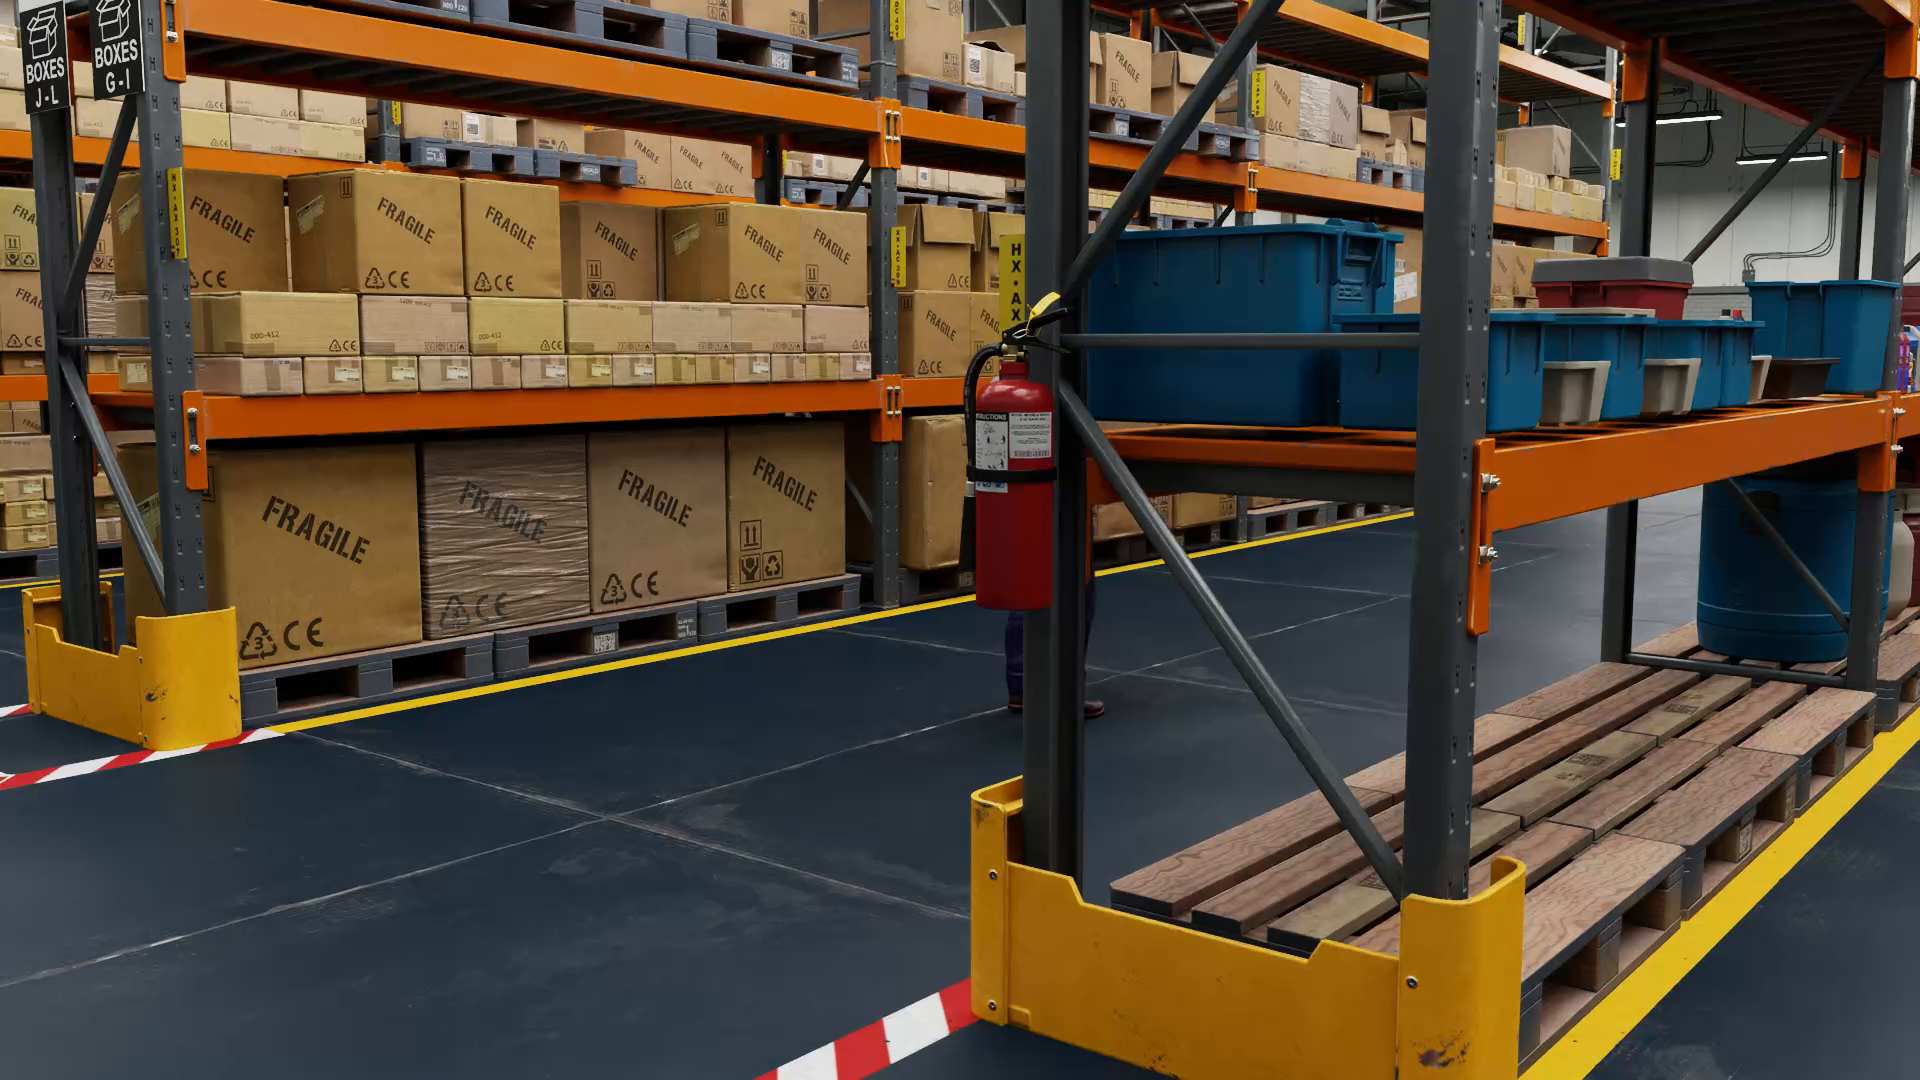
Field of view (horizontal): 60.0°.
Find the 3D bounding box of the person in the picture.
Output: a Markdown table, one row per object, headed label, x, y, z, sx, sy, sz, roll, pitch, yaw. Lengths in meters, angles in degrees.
| label | x | y | z | sx | sy | sz | roll | pitch | yaw |
| --- | --- | --- | --- | --- | --- | --- | --- | --- | --- |
| person | 0.384 | -0.111 | 6.752 | 0.455 | 1.641 | 0.512 | 6 | 9 | 41 |
